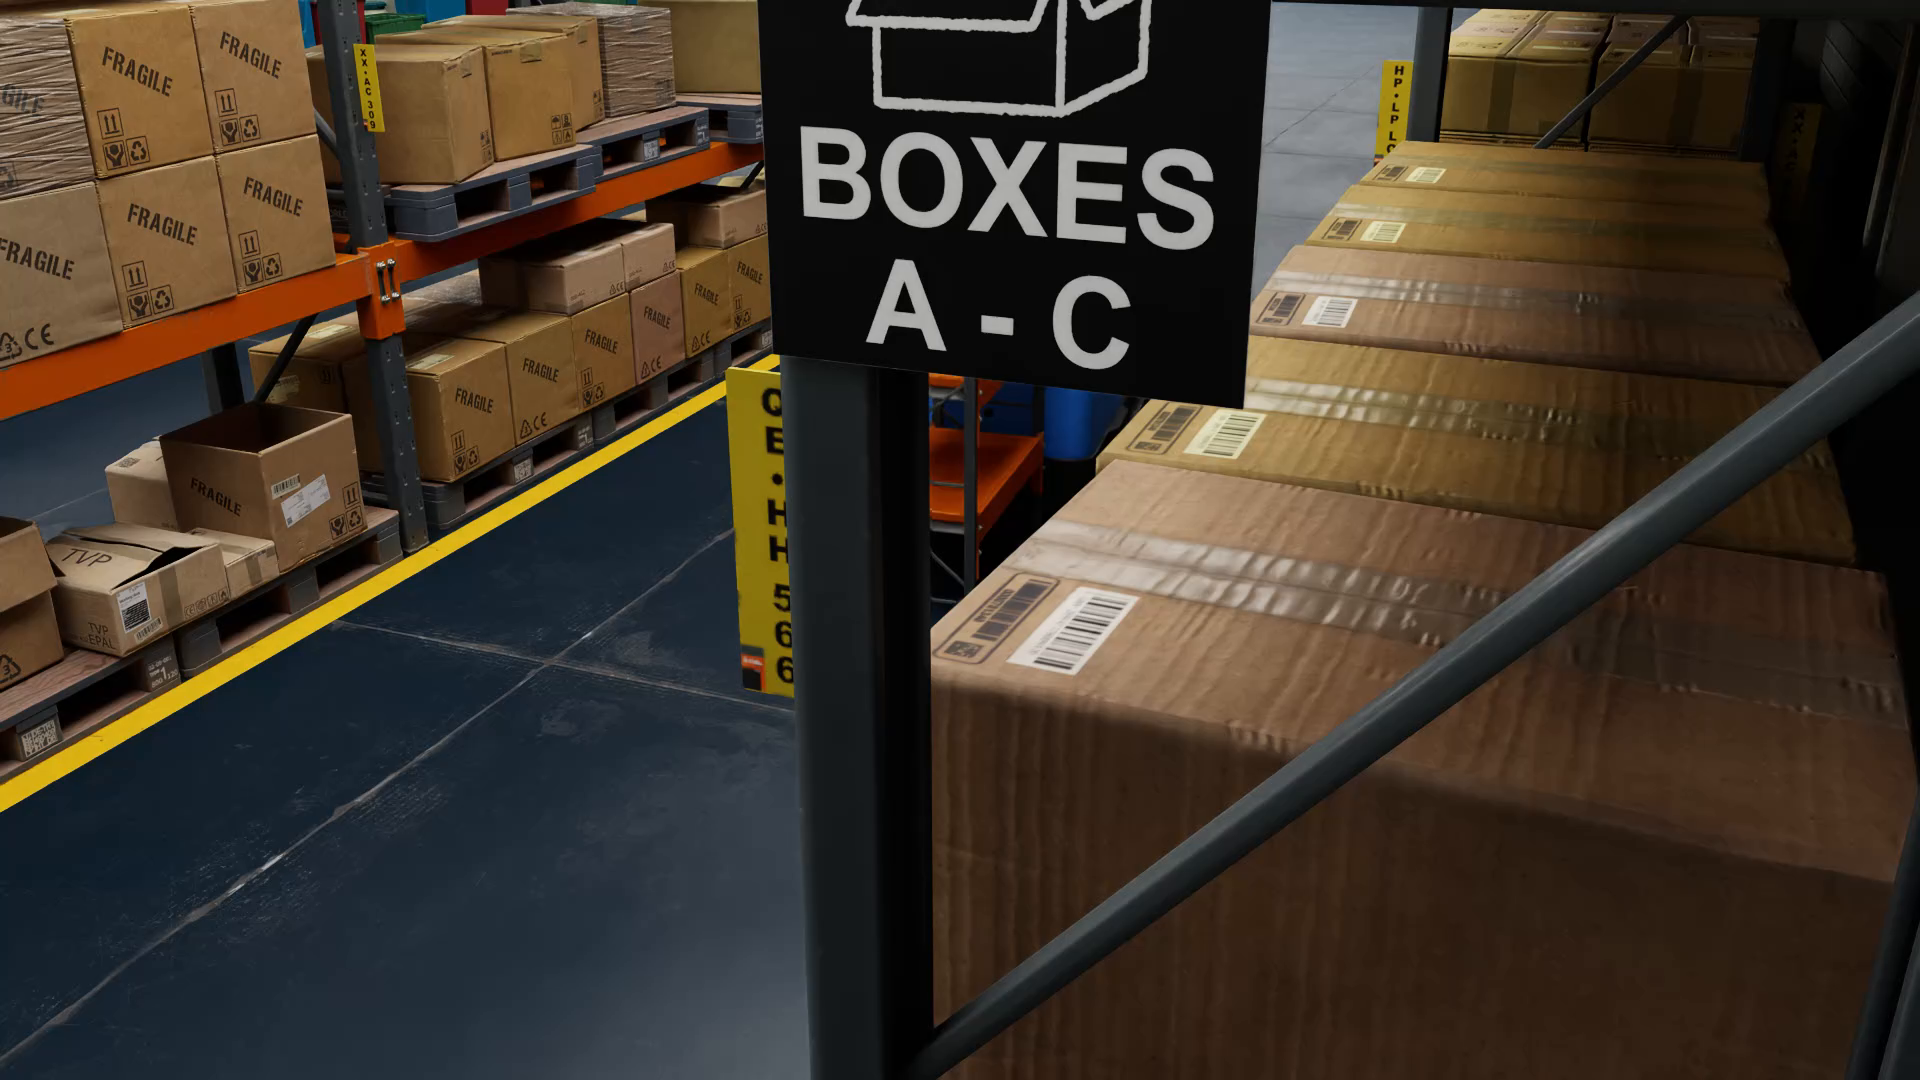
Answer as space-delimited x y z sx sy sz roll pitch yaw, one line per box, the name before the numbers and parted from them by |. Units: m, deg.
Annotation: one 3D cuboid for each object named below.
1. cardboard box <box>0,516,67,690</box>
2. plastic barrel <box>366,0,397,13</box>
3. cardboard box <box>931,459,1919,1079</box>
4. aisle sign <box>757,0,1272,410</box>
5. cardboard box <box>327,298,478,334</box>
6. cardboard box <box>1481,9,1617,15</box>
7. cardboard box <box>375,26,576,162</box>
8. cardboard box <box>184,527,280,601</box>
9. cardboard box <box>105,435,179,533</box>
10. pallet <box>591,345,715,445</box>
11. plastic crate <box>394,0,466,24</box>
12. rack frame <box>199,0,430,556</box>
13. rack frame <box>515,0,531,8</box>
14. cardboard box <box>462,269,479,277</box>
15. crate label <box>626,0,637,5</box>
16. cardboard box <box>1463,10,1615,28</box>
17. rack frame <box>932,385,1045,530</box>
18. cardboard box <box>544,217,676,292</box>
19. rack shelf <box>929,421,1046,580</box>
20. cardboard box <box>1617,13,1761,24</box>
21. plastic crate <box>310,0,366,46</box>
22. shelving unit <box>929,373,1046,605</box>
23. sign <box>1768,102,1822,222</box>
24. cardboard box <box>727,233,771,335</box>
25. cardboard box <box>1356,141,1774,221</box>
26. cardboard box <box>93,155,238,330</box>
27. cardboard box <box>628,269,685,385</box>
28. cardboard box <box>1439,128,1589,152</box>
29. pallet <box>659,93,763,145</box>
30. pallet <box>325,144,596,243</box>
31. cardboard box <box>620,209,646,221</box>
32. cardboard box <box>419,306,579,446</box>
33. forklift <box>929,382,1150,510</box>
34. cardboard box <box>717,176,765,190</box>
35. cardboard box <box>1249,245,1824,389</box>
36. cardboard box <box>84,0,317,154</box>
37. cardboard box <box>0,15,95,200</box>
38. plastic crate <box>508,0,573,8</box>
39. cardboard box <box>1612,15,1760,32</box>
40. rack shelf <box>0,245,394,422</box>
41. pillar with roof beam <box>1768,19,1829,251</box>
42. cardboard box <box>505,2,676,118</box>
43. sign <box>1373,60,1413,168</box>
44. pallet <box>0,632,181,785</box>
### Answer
cardboard box | -3.474 0.210 5.523 0.797 0.503 0.637 9 24 20
plastic barrel | -4.966 -4.737 14.522 0.433 0.535 0.433 0 23 0
cardboard box | 0.514 0.405 1.999 0.980 0.700 0.700 10 25 22
aisle sign | 0.029 -0.489 1.156 0.394 0.787 0.004 9 24 20
cardboard box | -2.672 -0.855 8.077 0.500 0.500 0.500 9 24 20
cardboard box | 2.333 -1.993 6.615 0.500 0.250 0.500 8 24 19
cardboard box | -2.201 -2.044 7.578 0.700 0.500 0.500 13 26 28
cardboard box | -2.813 0.088 6.275 0.380 0.149 0.250 9 24 20
cardboard box | -3.138 -0.255 6.886 0.500 0.311 0.500 9 24 20
pallet | -2.062 -0.860 9.034 1.003 0.211 1.213 9 24 20
plastic crate | -4.528 -4.538 14.244 0.392 0.384 0.575 9 24 20
rack frame | -2.781 -1.412 6.738 1.000 3.000 0.127 9 24 20
rack frame | -4.407 -4.985 15.293 1.000 3.000 0.127 9 24 20
cardboard box | -2.299 -1.216 8.942 0.500 0.500 0.500 8 24 18
crate label | -3.353 -5.735 17.043 0.502 0.435 0.616 9 24 20
cardboard box | 2.144 -1.810 6.178 0.500 0.250 0.500 9 24 21
rack frame | 0.120 -0.597 7.221 0.500 1.125 0.032 7 24 16
cardboard box | -1.818 -1.483 8.608 0.500 0.250 0.500 8 24 19
rack shelf | -0.029 -0.184 6.867 0.538 0.278 1.000 7 24 16
cardboard box | 2.800 -1.924 6.450 0.500 0.250 0.500 8 24 19
plastic crate | -5.008 -4.118 13.133 0.402 0.464 0.583 9 24 20
shelving unit | -0.029 -0.410 6.772 0.538 1.125 1.048 7 24 16
sign | 2.336 -1.061 4.672 0.100 0.325 0.005 9 24 20
cardboard box | -1.424 -1.524 9.680 0.500 0.500 0.500 10 25 22
cardboard box | 1.603 -0.650 4.526 0.980 0.700 0.700 9 24 21
cardboard box | -2.918 -1.058 5.760 0.500 0.500 0.500 9 24 22
cardboard box | -1.806 -1.151 8.785 0.500 0.500 0.500 8 24 18
cardboard box | 1.757 -1.098 5.445 0.500 0.500 0.500 8 24 19
pallet | -1.482 -2.502 9.597 1.213 0.211 1.003 9 24 20
pallet | -2.383 -1.593 7.422 1.003 0.211 1.213 9 24 20
cardboard box | -1.729 -1.771 10.270 0.500 0.500 0.500 10 25 22
cardboard box | -2.187 -0.792 7.927 0.500 0.500 0.500 9 24 21
forklift | 0.441 -2.019 8.281 1.130 2.935 3.031 6 23 13
cardboard box | -1.329 -2.250 11.039 0.500 0.311 0.500 9 24 21
cardboard box | 1.066 -0.128 3.276 0.980 0.700 0.700 8 24 17
cardboard box | -2.728 -1.701 6.004 0.500 0.500 0.500 9 24 20
cardboard box | -3.103 -1.337 5.132 0.500 0.500 0.500 9 24 20
plastic crate | -4.094 -5.126 15.709 0.767 0.338 0.504 9 24 20
cardboard box | 2.602 -1.738 6.005 0.500 0.250 0.500 8 24 18
rack shelf | -3.524 -0.364 5.163 1.077 0.370 4.000 9 24 20
pillar with roof beam | 0.595 -5.861 9.607 9.100 9.000 0.400 9 24 20
cardboard box | -1.941 -2.542 8.768 0.700 0.500 0.500 14 26 30
sign | 1.312 -1.276 5.013 0.100 0.325 0.005 9 24 20
pallet | -3.488 0.559 5.639 1.003 0.211 1.213 9 24 20
